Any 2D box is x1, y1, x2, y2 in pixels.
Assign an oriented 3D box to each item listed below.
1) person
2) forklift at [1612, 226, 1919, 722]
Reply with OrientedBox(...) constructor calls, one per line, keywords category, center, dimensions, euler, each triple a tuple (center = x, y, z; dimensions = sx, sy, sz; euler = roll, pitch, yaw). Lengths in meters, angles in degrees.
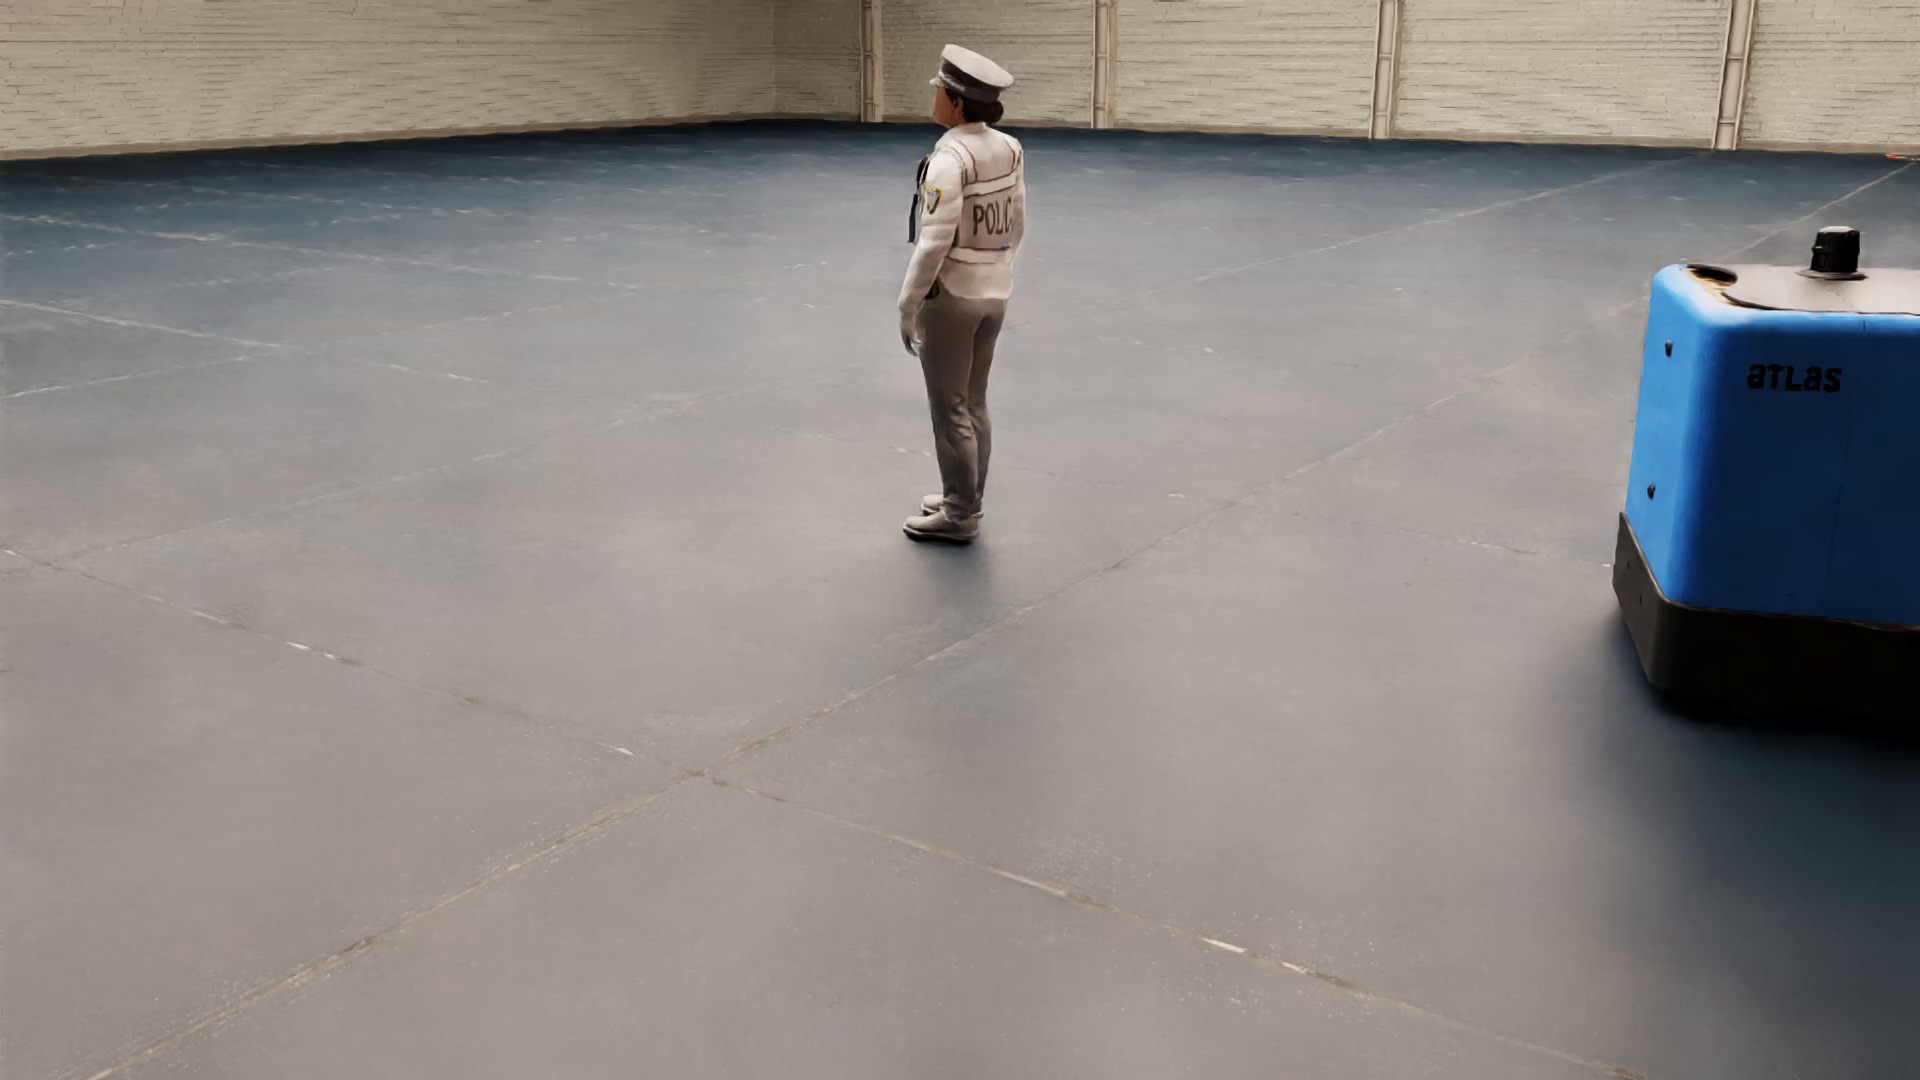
OrientedBox(category="person", center=(-0.052, -0.832, 5.746), dimensions=(0.533, 1.695, 0.586), euler=(11, 20, 33))
OrientedBox(category="forklift", center=(3.413, -0.970, 4.076), dimensions=(3.031, 2.935, 1.130), euler=(4, 17, 14))
